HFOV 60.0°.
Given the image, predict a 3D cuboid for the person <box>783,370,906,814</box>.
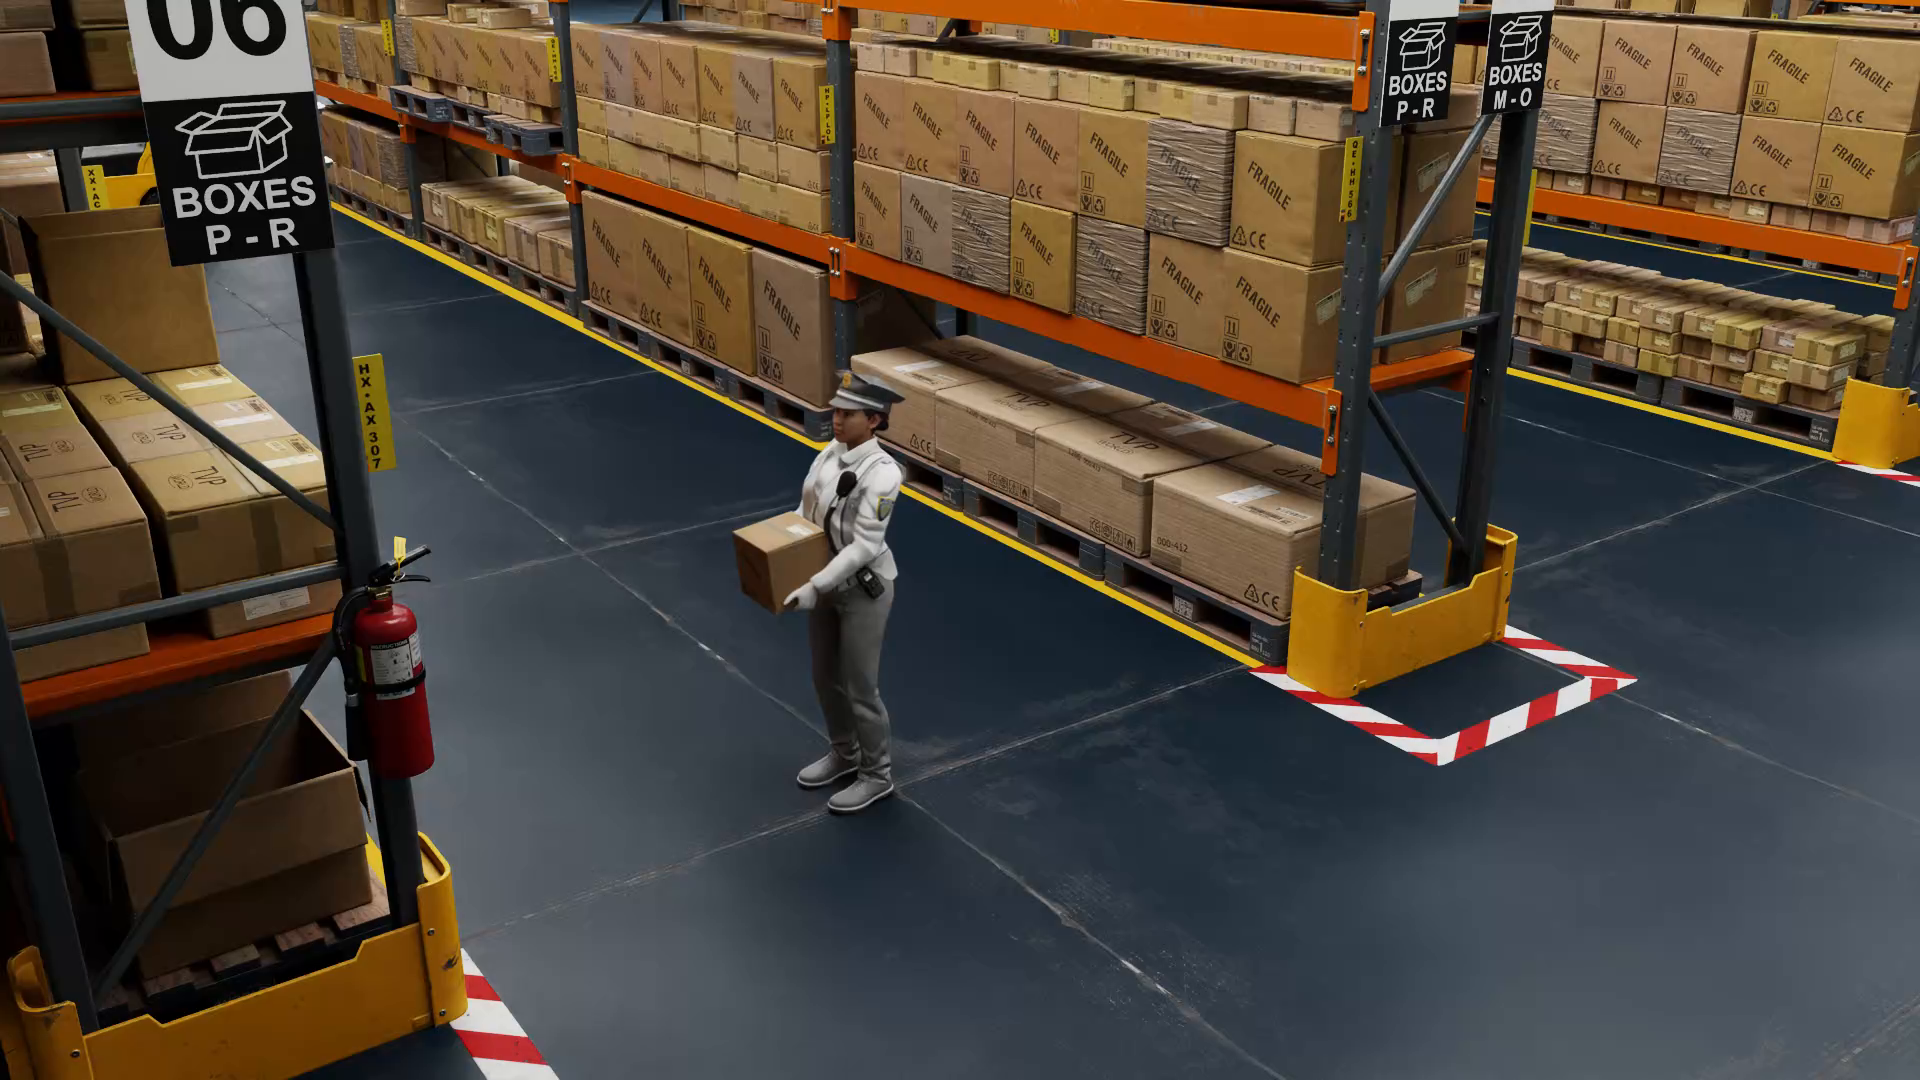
[{"bbox_3d":[-0.468,0.193,6.151,0.564,1.686,0.460,-15,26,-33],"label":"person"}]
